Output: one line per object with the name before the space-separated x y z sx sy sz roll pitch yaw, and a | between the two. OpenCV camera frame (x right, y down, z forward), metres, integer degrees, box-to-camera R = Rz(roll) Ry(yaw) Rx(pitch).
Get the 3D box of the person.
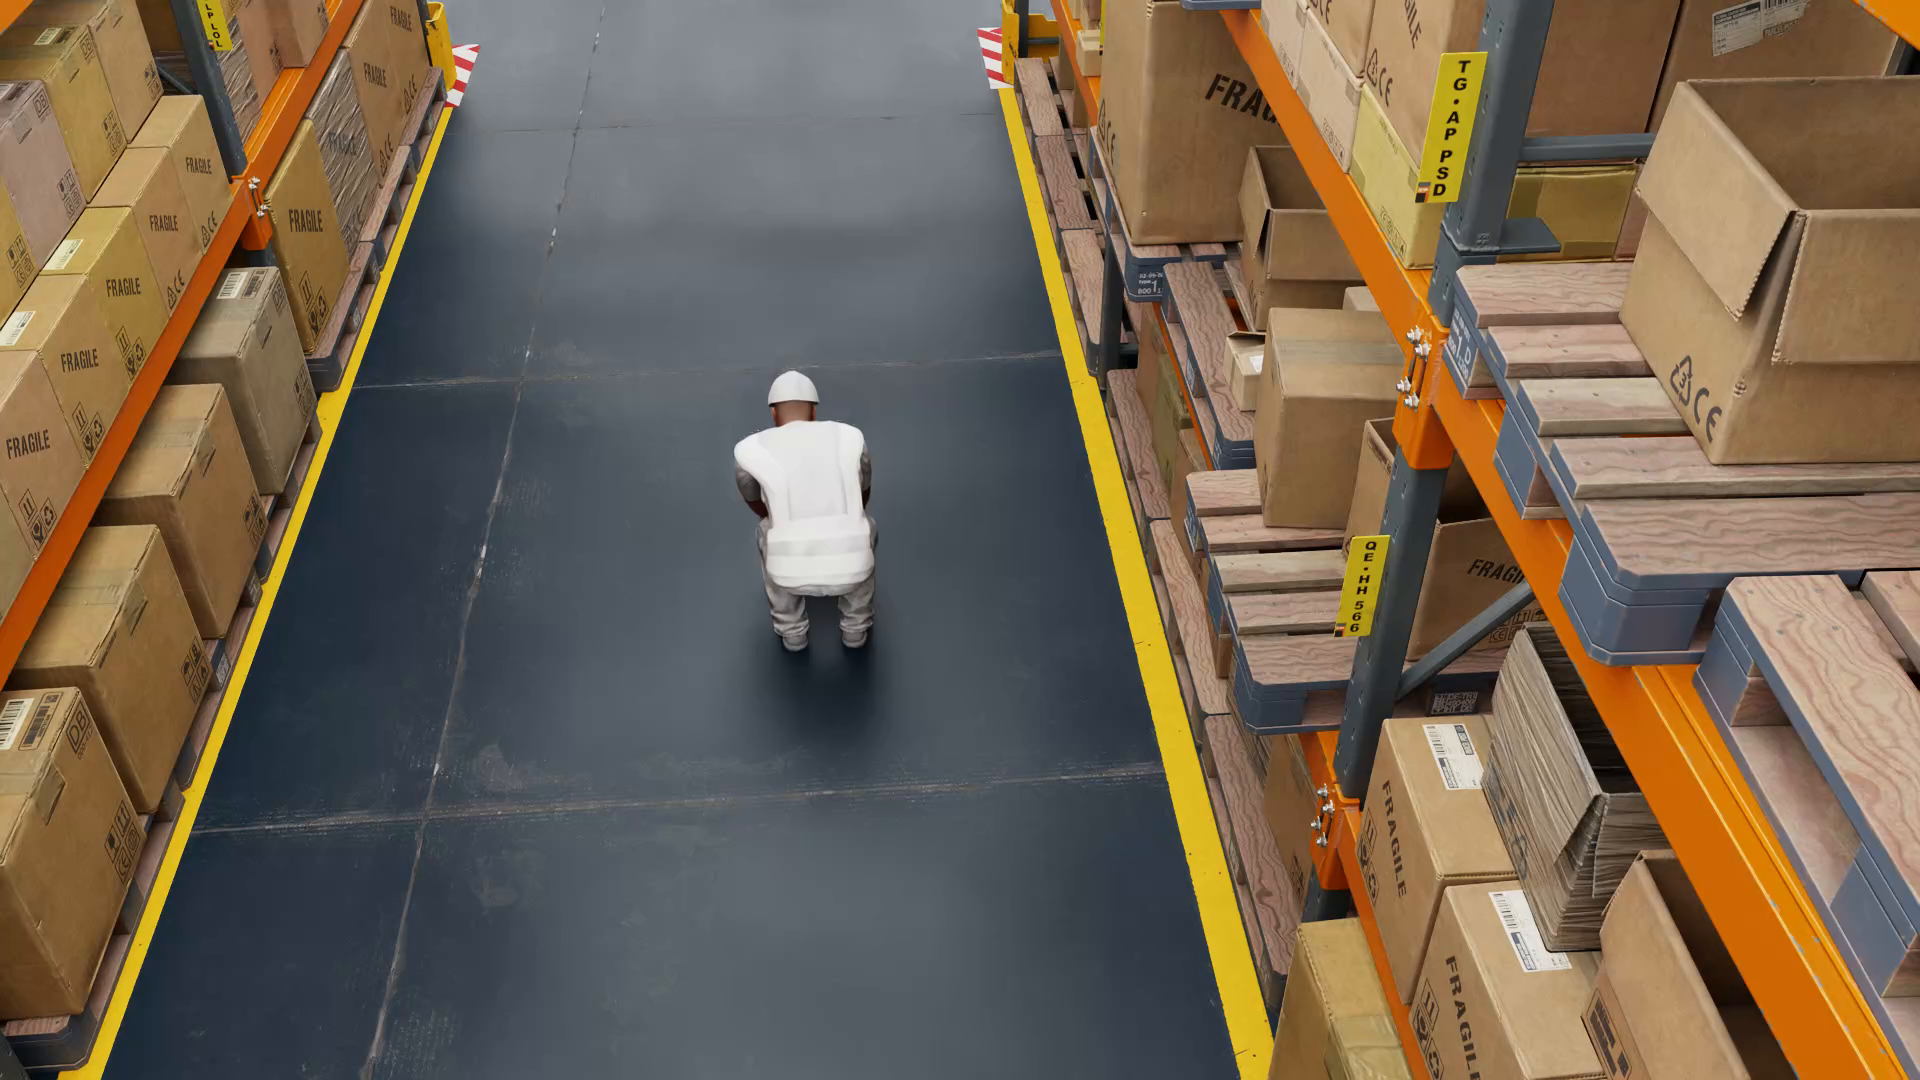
person | -0.627 -0.092 6.872 0.576 1.013 0.915 -3 39 -4
